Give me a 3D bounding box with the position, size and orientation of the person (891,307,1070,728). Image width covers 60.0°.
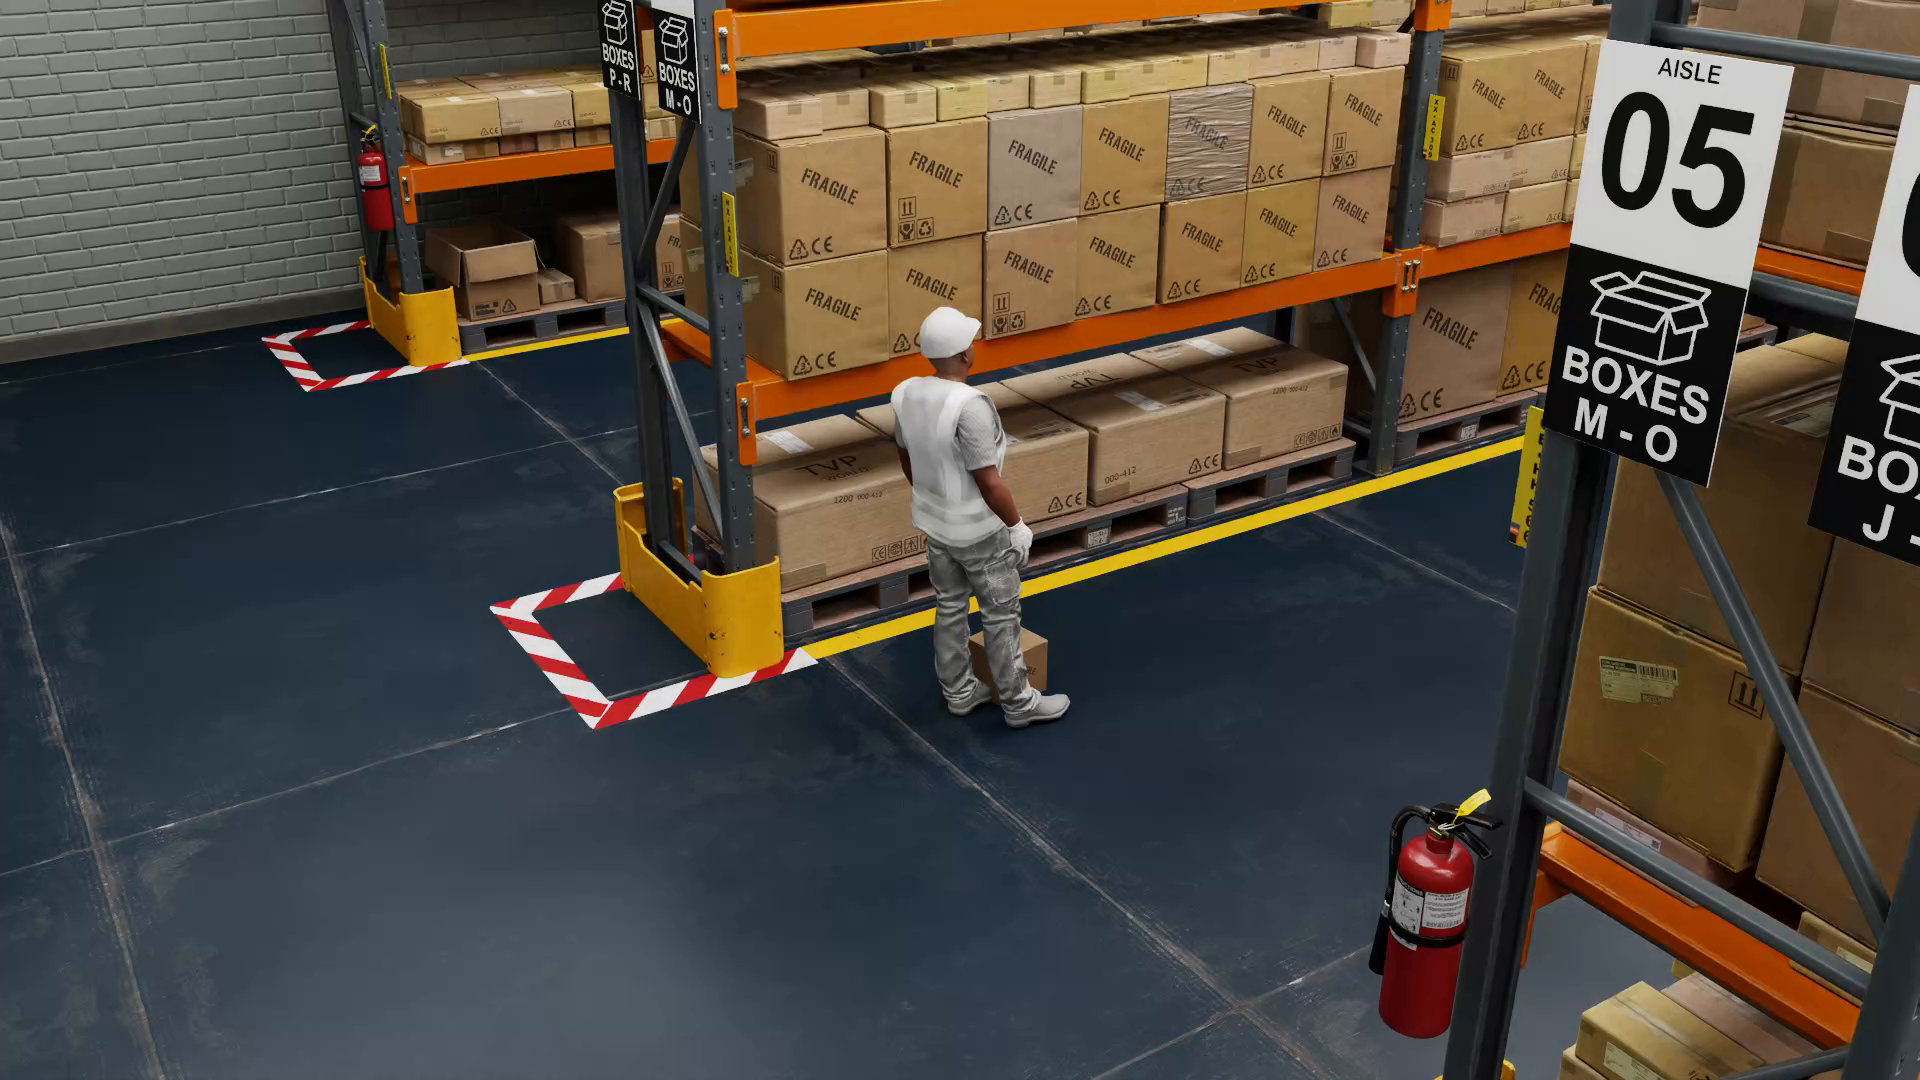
[{"bbox_3d":[0.074,-0.098,6.772,0.575,1.784,0.657,-20,31,-36],"label":"person"}]
